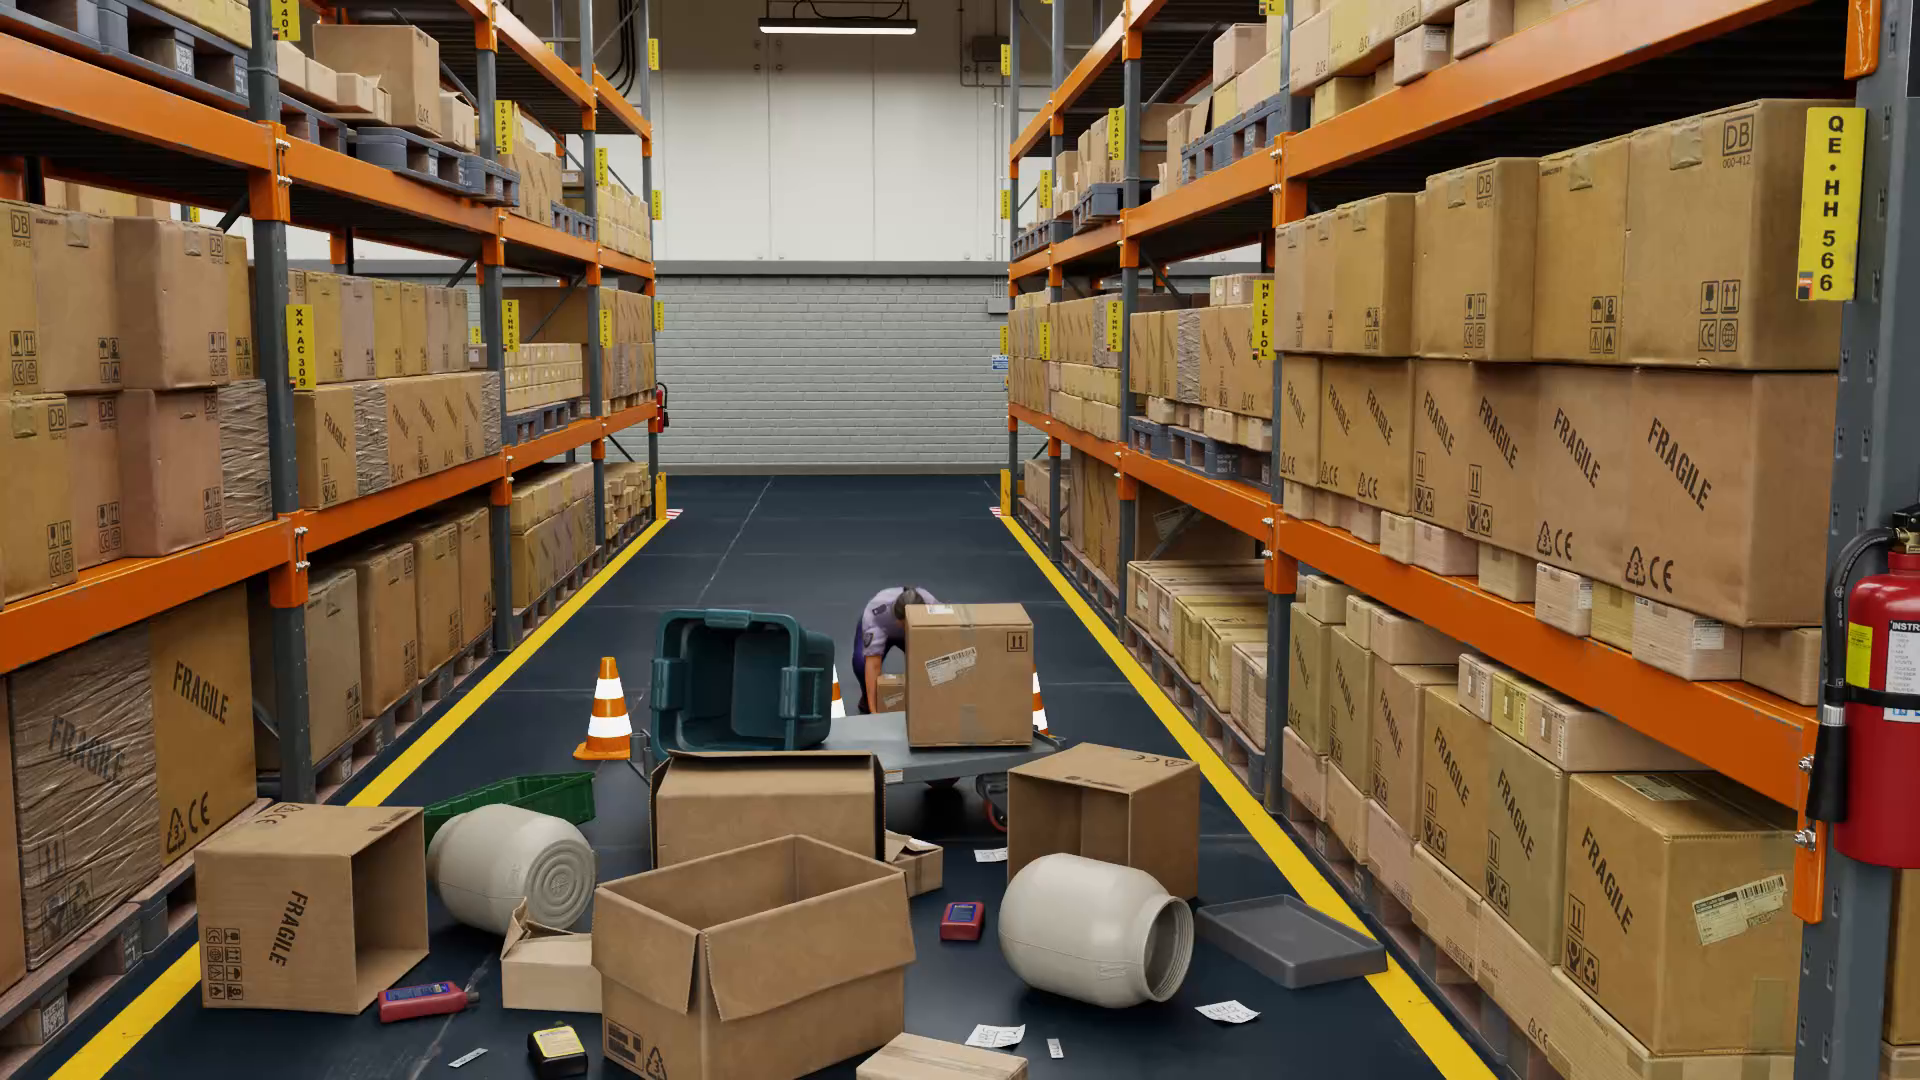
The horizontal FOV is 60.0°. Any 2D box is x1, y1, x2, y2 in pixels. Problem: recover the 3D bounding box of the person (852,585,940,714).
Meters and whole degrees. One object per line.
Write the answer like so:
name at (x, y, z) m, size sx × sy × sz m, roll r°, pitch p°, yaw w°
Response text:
person at (-0.327, 0.586, 8.942) m, size 0.515 × 0.773 × 0.871 m, roll -1°, pitch 7°, yaw -5°
